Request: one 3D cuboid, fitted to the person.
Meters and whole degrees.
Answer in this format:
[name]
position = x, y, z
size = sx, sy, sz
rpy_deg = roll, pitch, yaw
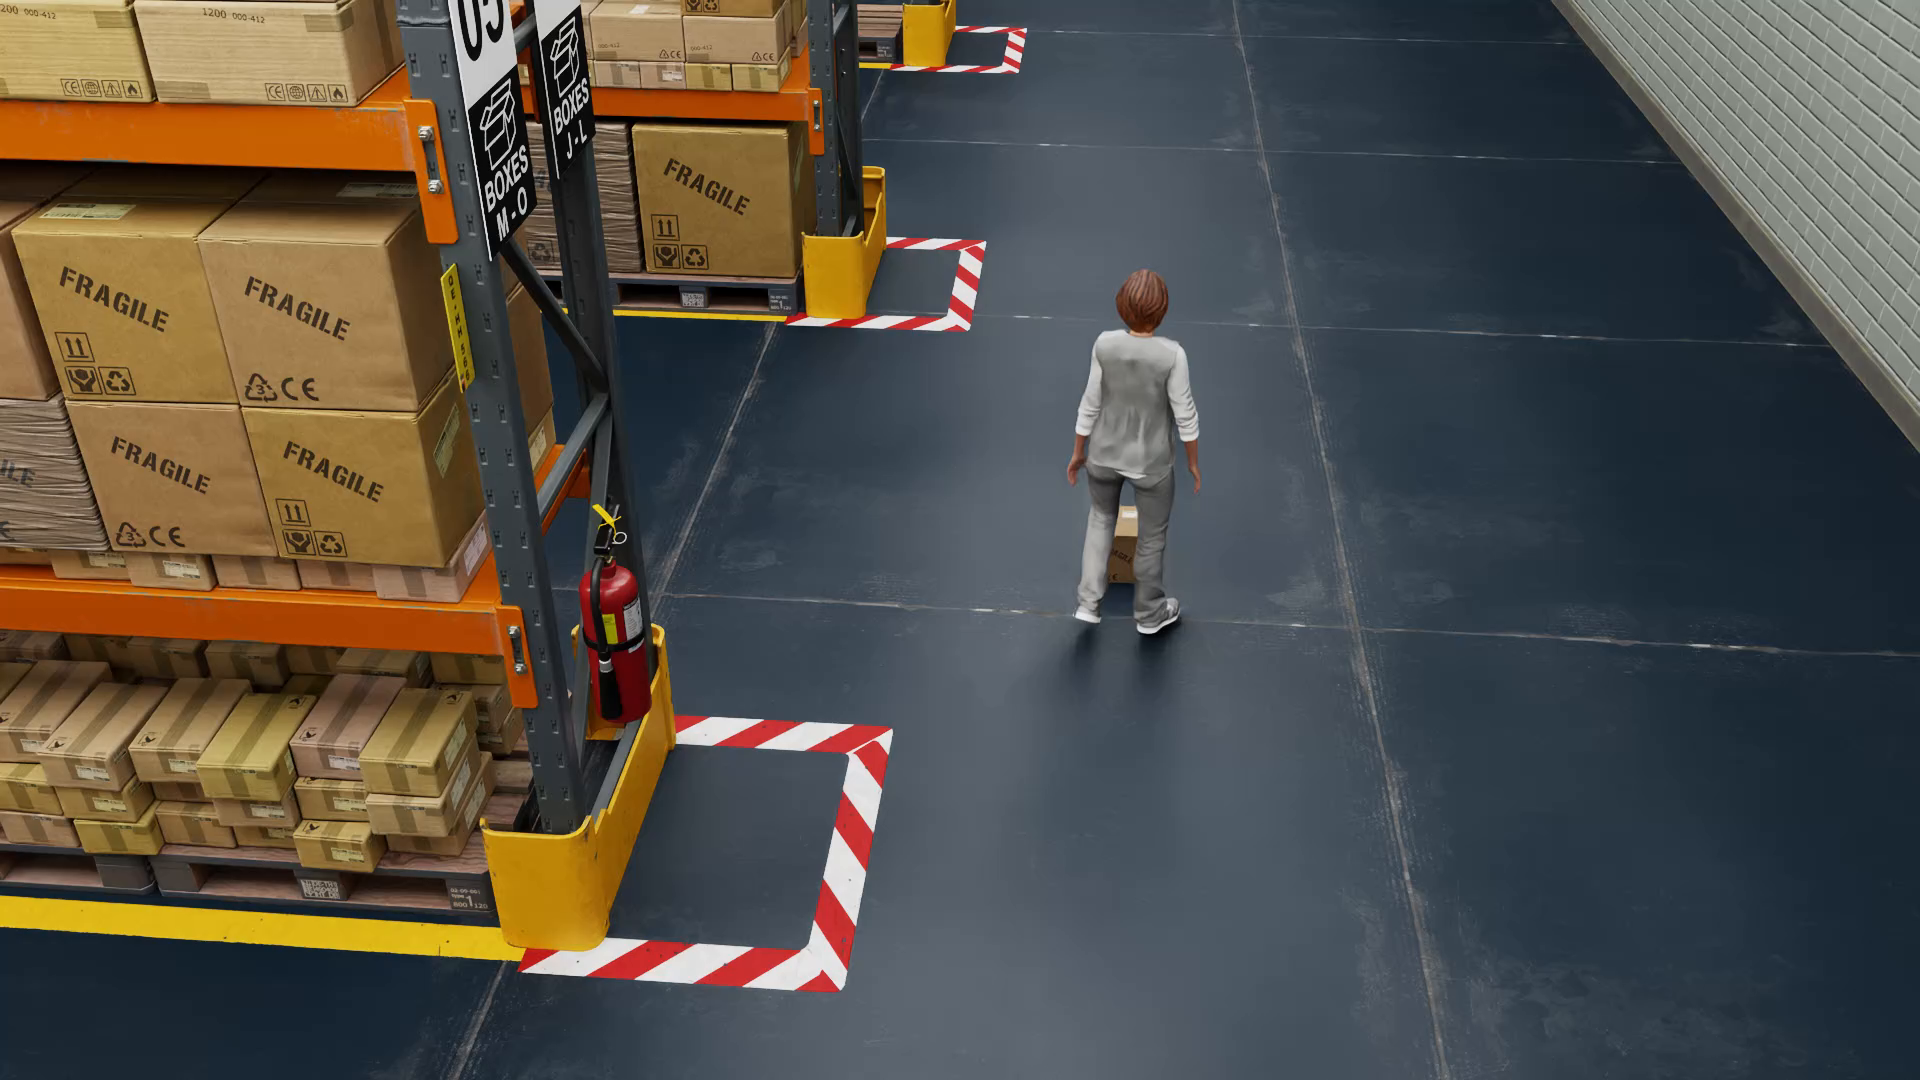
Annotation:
[person]
position = 0.702, -0.312, 6.599
size = 0.521, 1.599, 0.411
rpy_deg = 12, 34, 18
